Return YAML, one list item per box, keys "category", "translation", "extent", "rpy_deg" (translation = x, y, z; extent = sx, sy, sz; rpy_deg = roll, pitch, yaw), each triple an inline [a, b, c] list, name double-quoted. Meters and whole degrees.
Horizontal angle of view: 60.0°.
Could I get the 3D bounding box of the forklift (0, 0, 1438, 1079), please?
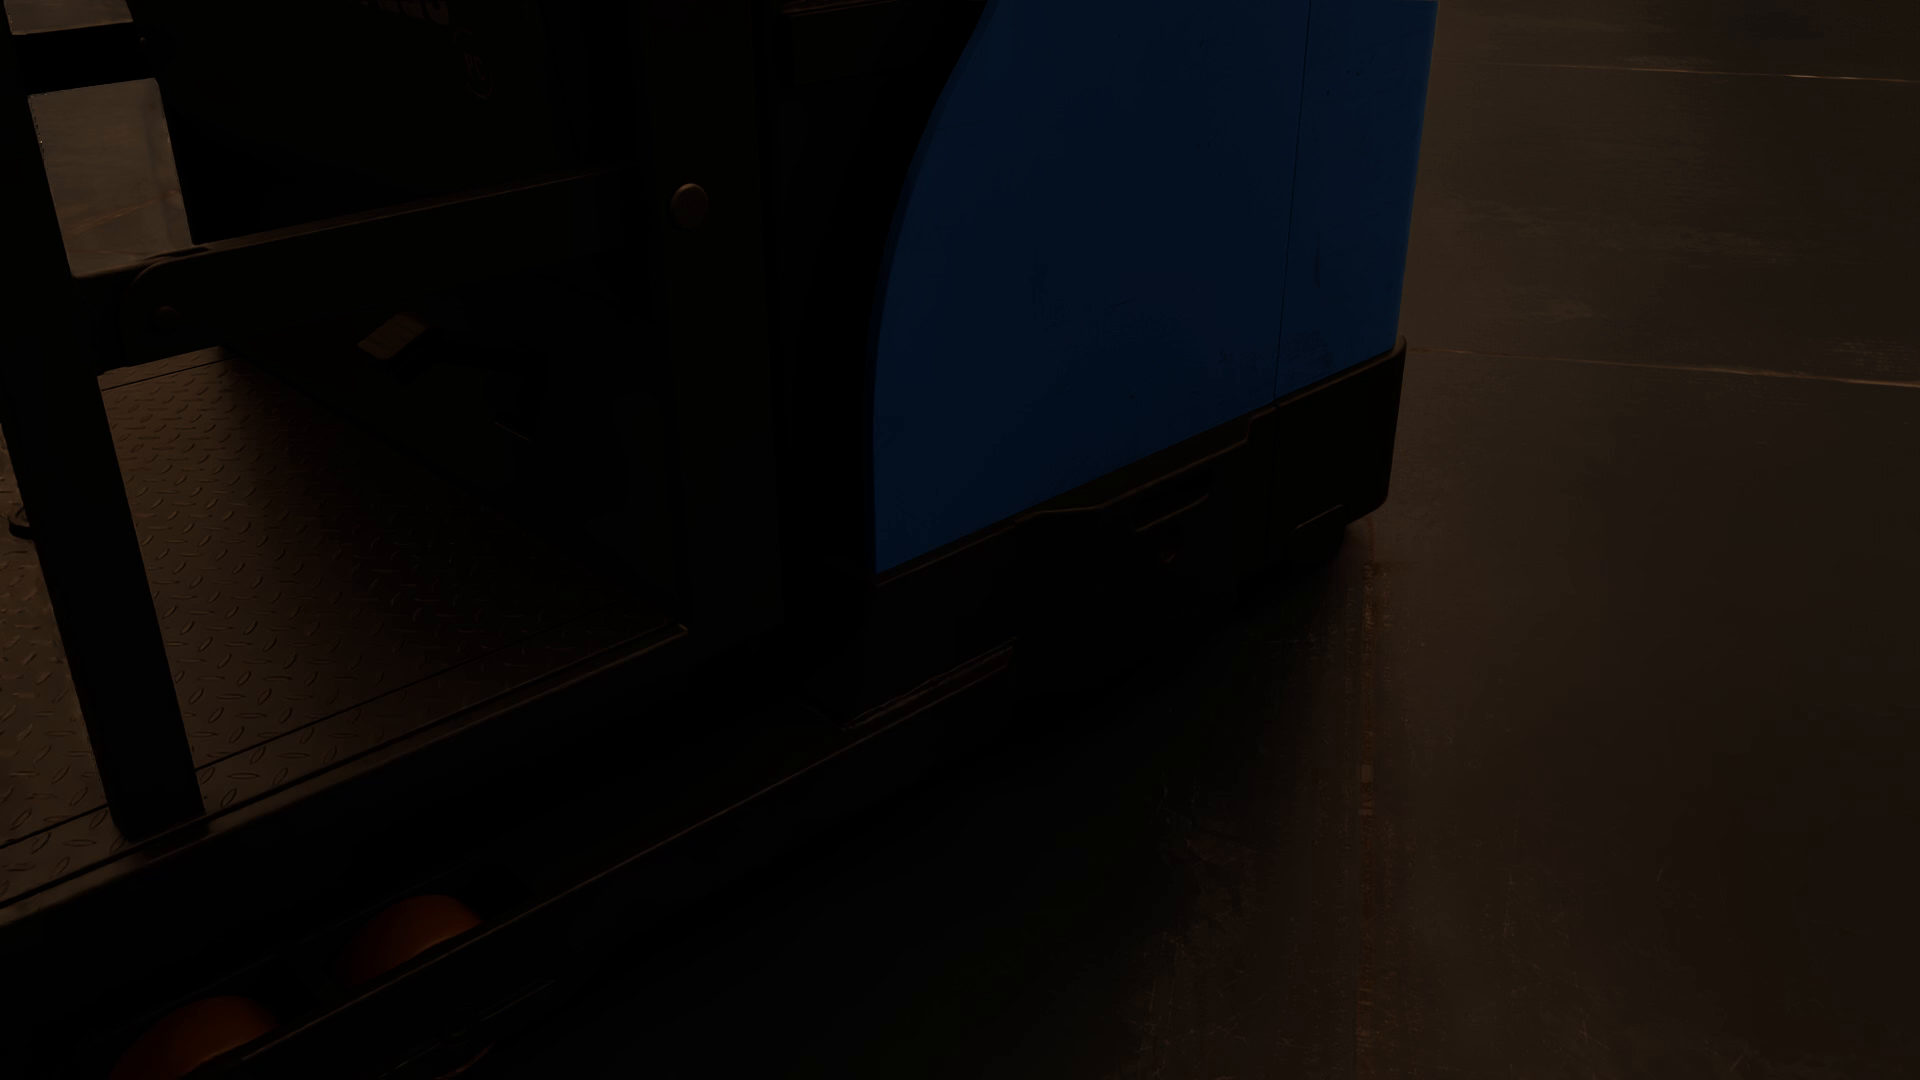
- category: "forklift"
  translation: [-0.769, -1.016, 1.260]
  extent: [3.031, 2.935, 1.130]
  rpy_deg: [-24, 35, -38]
